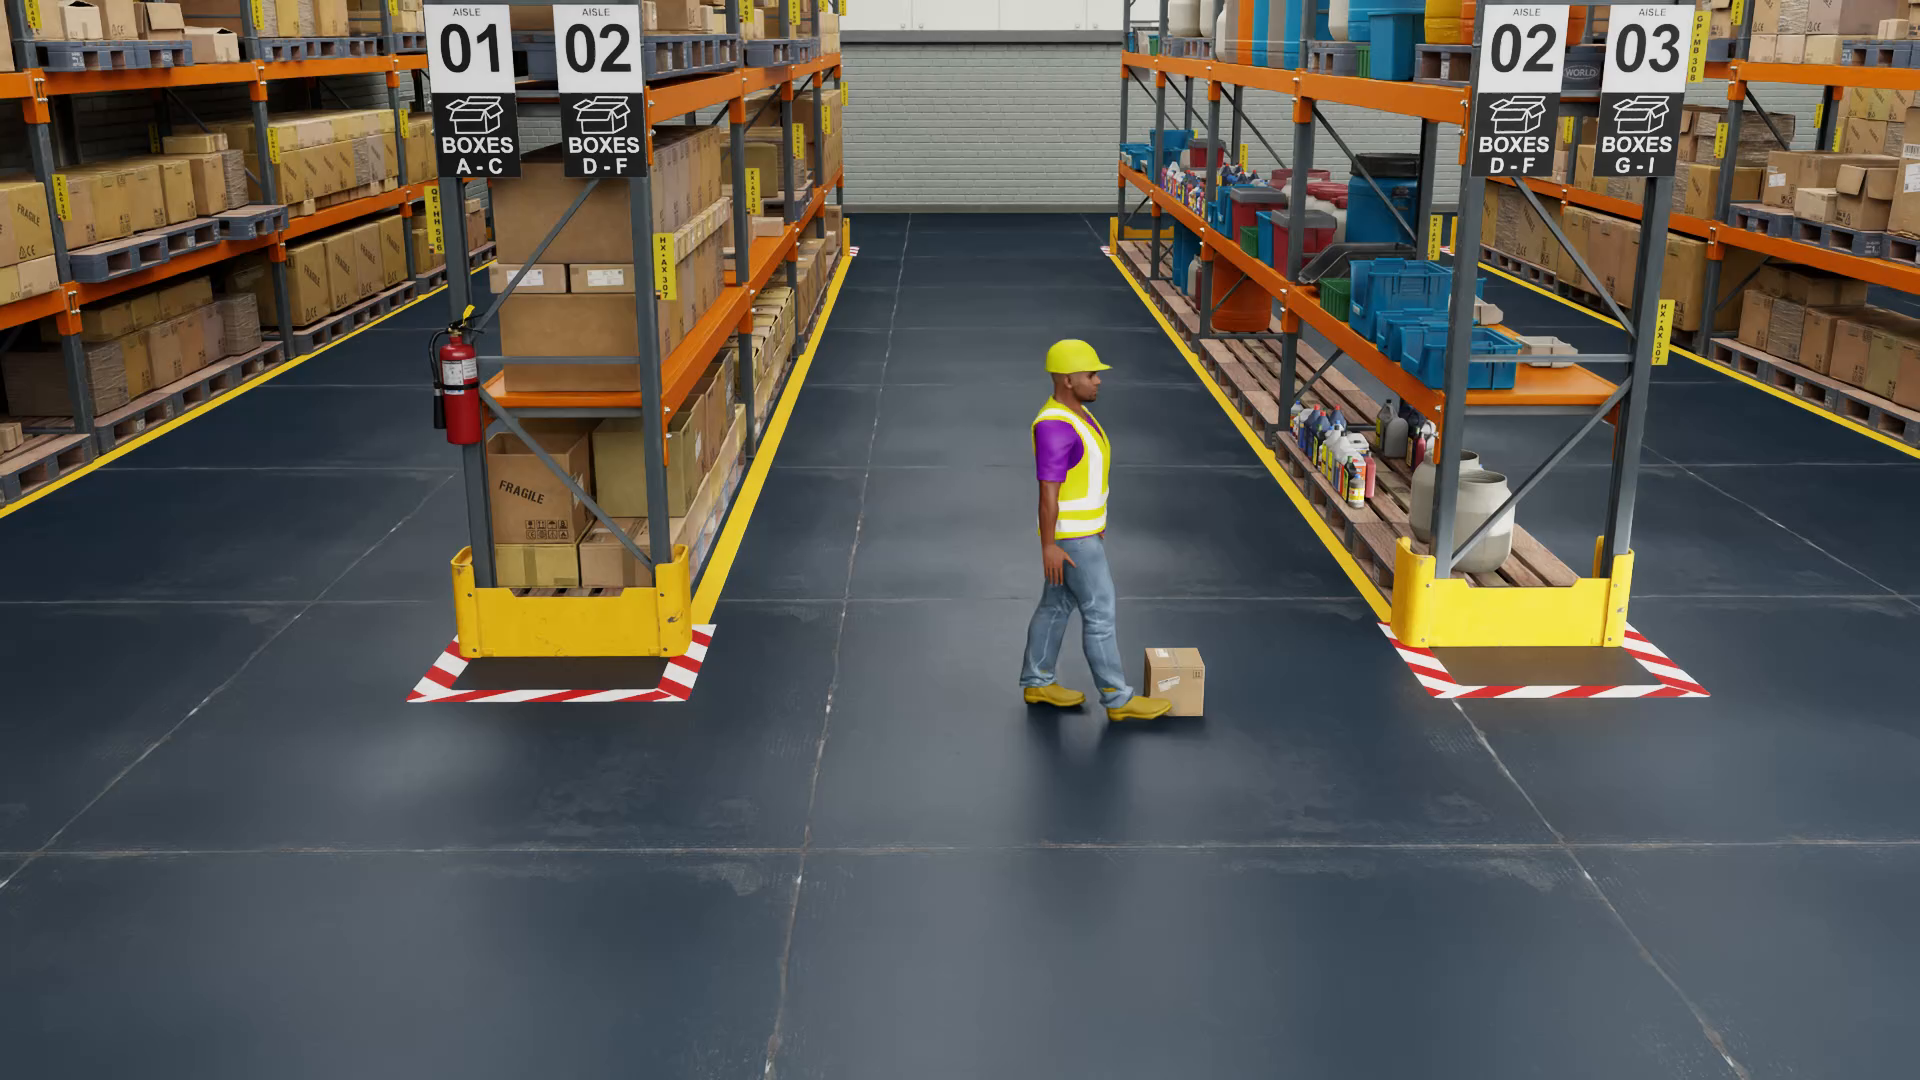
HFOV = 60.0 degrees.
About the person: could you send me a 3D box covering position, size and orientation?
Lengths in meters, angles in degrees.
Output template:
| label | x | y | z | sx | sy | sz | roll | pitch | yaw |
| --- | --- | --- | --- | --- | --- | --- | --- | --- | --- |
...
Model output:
| label | x | y | z | sx | sy | sz | roll | pitch | yaw |
| --- | --- | --- | --- | --- | --- | --- | --- | --- | --- |
| person | 0.636 | -0.043 | 7.637 | 0.729 | 1.753 | 0.577 | 2 | 17 | 7 |
